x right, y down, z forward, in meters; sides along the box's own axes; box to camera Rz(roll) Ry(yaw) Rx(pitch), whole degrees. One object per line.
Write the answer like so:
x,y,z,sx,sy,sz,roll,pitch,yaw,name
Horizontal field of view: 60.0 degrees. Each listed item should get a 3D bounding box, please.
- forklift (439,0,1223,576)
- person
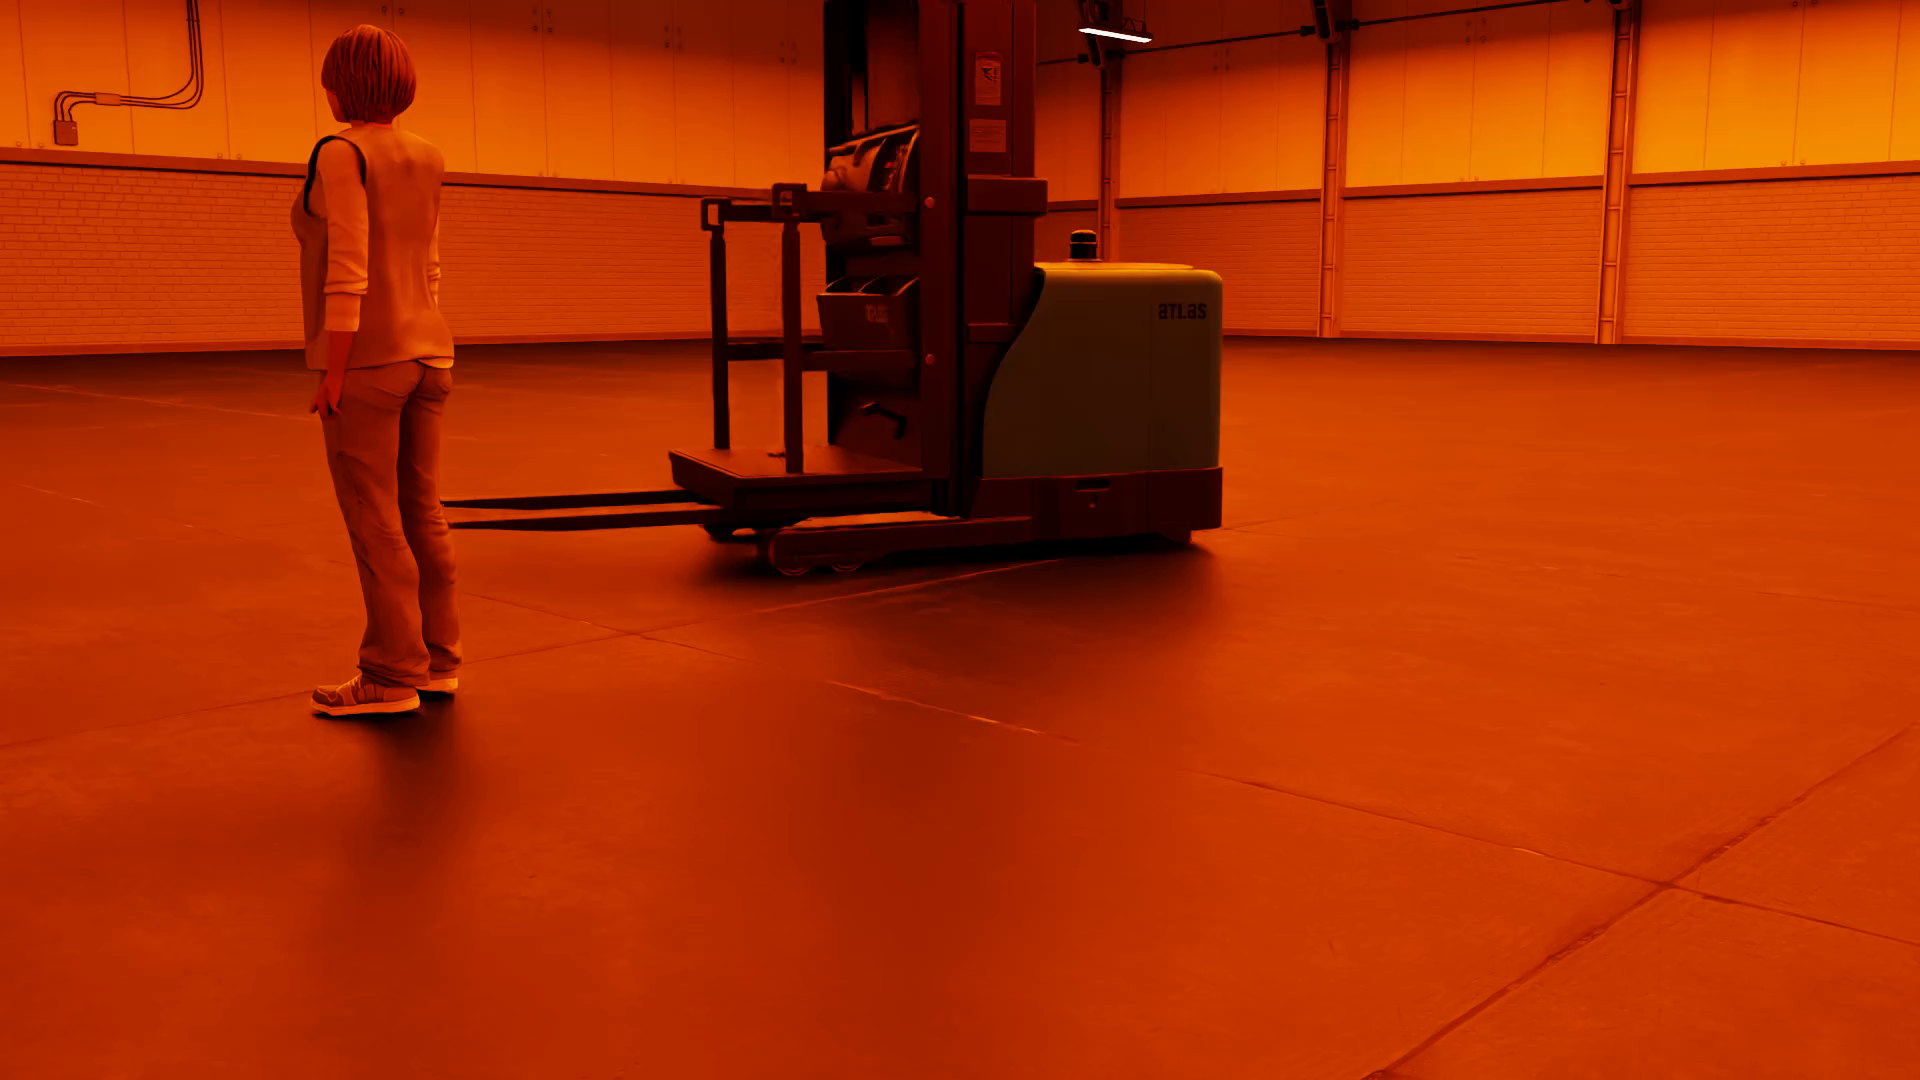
-0.532,-1.410,6.238,3.031,2.935,1.130,-4,9,-23,forklift
-1.380,-0.390,3.939,0.330,1.602,0.409,3,9,17,person
